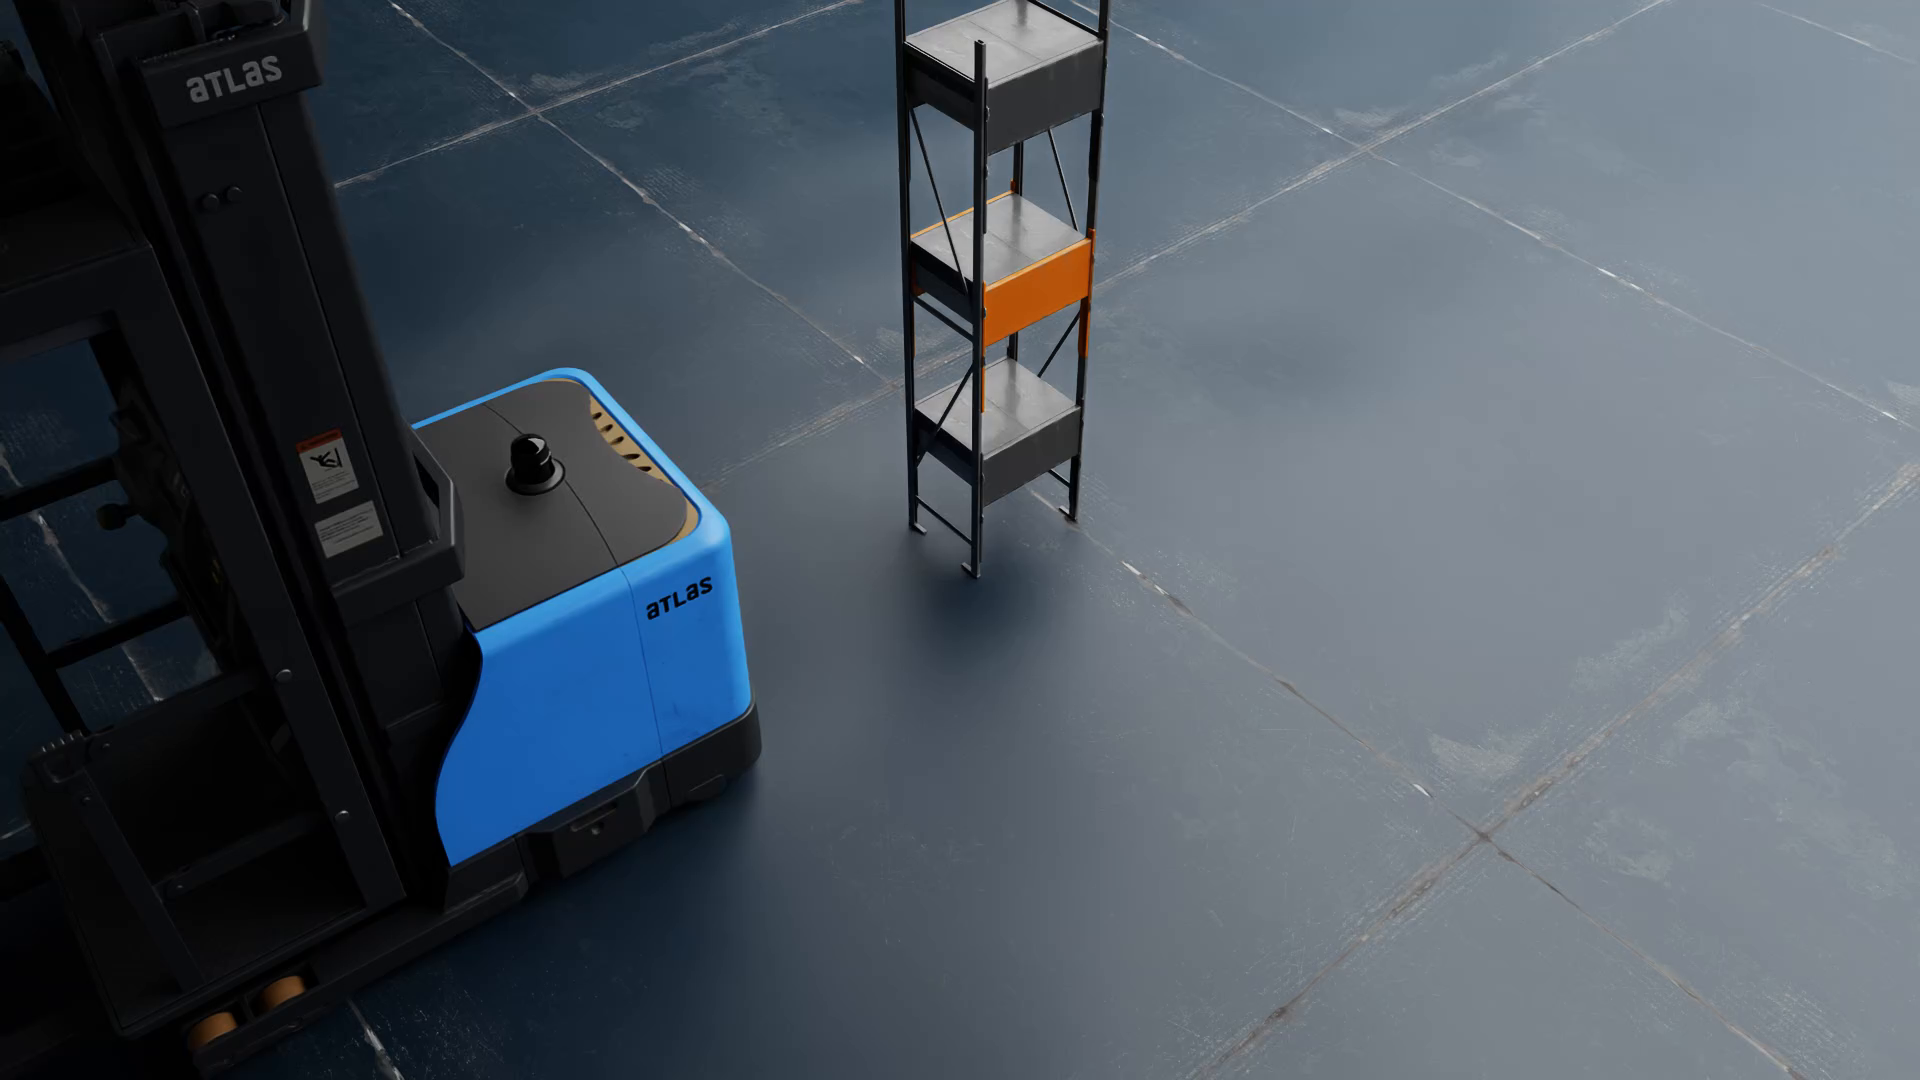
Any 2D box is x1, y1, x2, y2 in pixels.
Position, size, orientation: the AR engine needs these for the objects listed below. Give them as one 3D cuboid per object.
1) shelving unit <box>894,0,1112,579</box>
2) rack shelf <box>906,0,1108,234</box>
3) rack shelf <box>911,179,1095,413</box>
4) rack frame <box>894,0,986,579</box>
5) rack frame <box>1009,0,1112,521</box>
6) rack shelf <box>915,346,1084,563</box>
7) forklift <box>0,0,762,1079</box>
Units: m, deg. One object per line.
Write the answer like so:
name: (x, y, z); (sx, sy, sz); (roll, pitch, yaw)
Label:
shelving unit: (0.127, -0.838, 5.609); (0.503, 2.100, 0.431); (-30, 51, -28)
rack shelf: (0.127, -1.338, 5.139); (0.480, 0.518, 0.431); (-30, 51, -28)
rack shelf: (0.127, -0.828, 5.618); (0.480, 0.518, 0.431); (-30, 51, -28)
rack frame: (-0.060, -0.731, 5.494); (0.015, 2.100, 0.400); (-30, 51, -28)
rack frame: (0.314, -0.945, 5.723); (0.015, 2.100, 0.400); (-30, 51, -28)
rack shelf: (0.127, -0.318, 6.097); (0.480, 0.518, 0.431); (-30, 51, -28)
forklift: (-2.135, 0.003, 4.106); (3.031, 2.935, 1.130); (-27, 49, -26)
